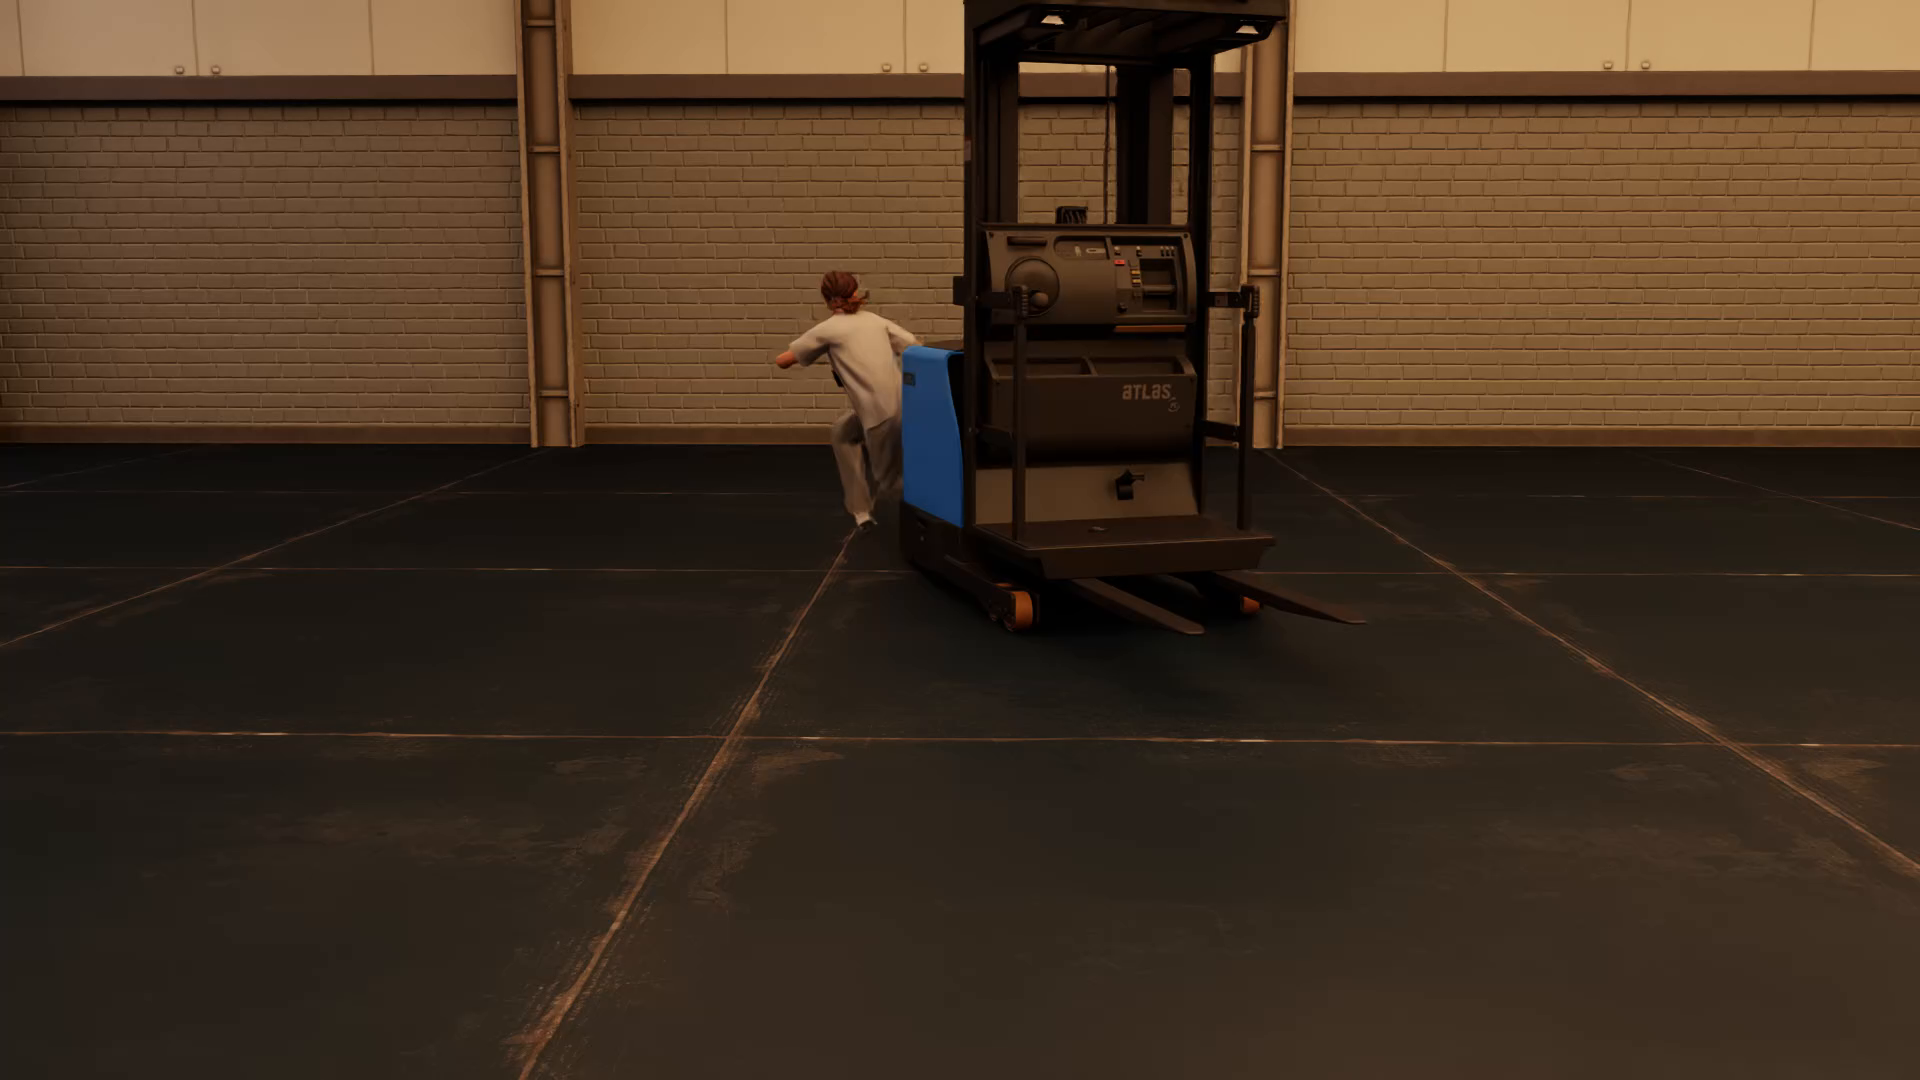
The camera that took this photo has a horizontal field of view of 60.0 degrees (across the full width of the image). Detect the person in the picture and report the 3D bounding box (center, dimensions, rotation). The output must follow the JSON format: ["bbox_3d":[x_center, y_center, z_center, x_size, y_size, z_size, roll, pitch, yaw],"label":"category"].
[{"bbox_3d":[-0.488,-0.678,8.675,0.819,1.431,0.880,8,12,41],"label":"person"}]

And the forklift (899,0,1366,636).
[{"bbox_3d":[0.625,-1.152,6.834,1.130,2.935,3.031,-3,9,-17],"label":"forklift"}]
